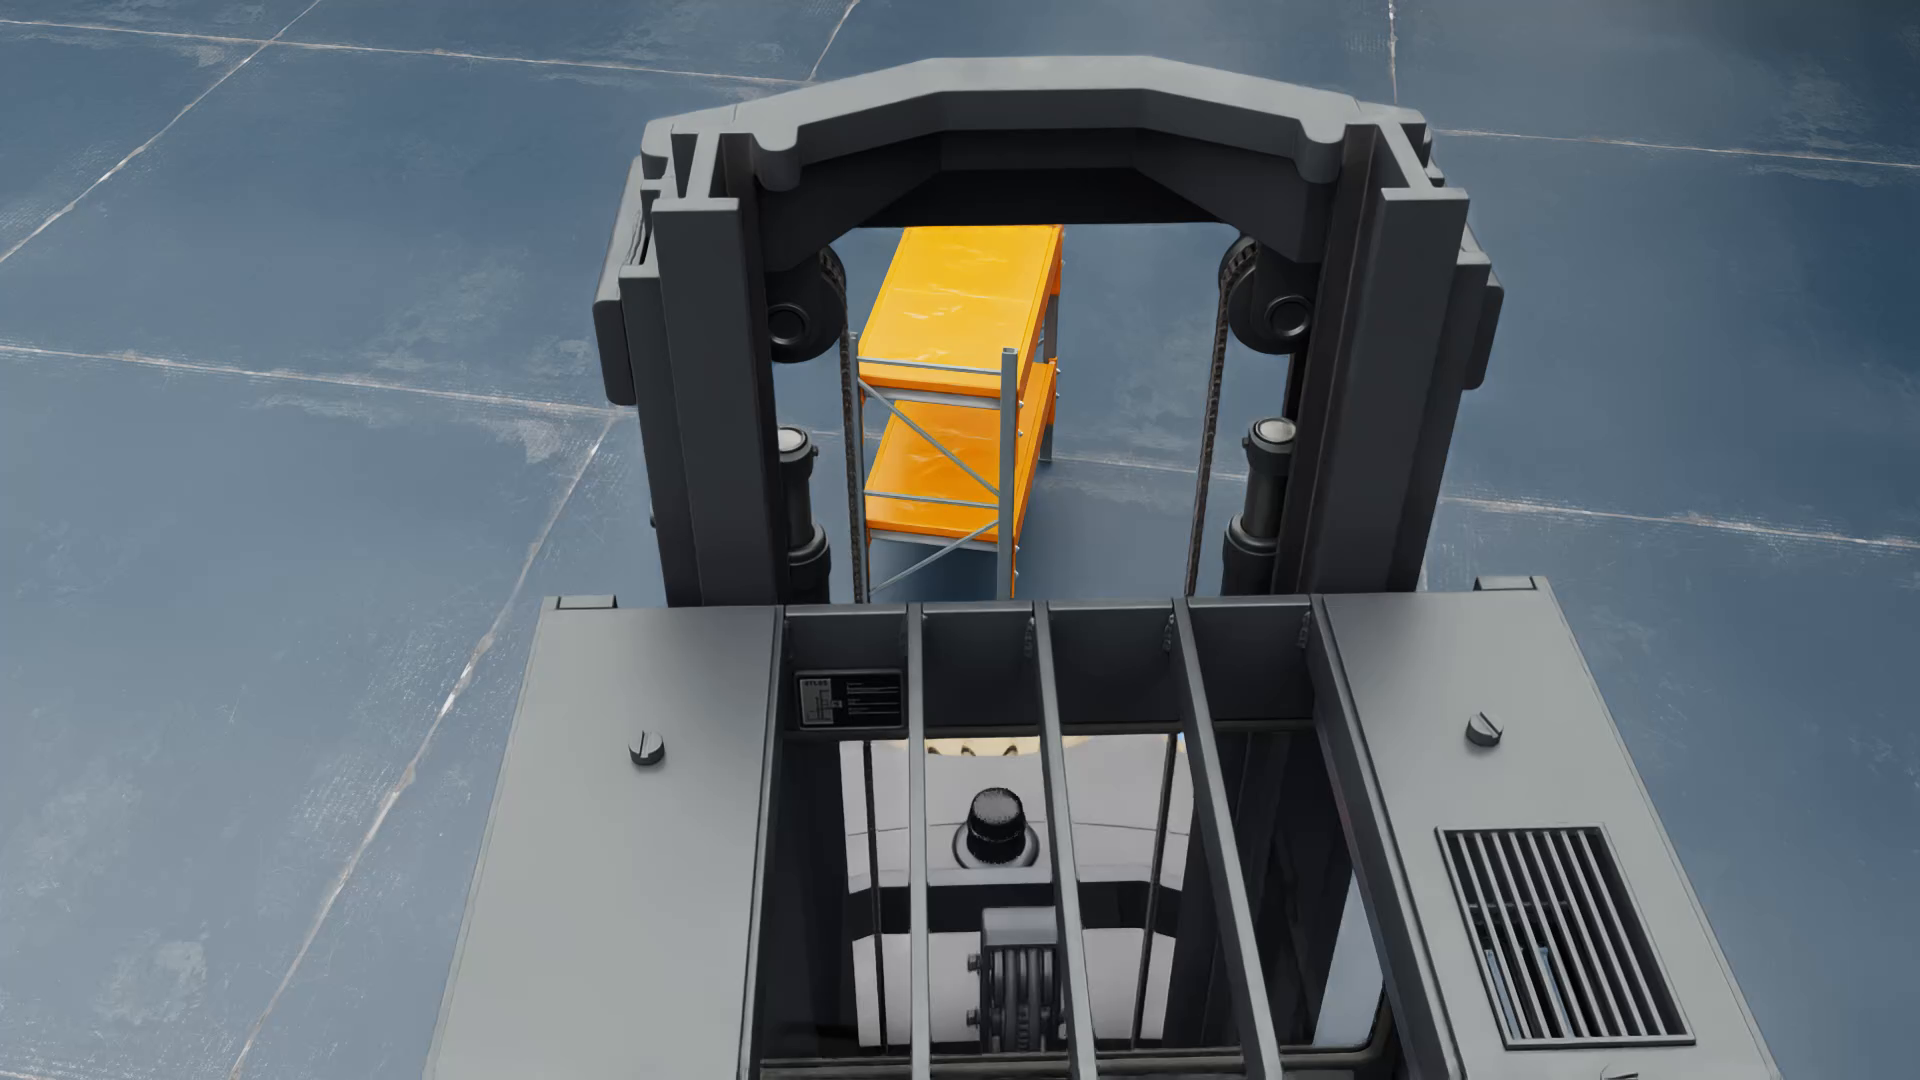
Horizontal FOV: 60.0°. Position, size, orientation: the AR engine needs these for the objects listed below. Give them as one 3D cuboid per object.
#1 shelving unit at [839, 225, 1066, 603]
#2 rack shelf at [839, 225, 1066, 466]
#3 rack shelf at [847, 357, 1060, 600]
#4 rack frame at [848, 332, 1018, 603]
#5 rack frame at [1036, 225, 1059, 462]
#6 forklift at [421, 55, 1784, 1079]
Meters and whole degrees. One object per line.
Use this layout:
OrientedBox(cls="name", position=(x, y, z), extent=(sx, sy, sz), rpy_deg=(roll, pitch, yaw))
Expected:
OrientedBox(cls="shelving unit", position=(0.001, -0.438, 5.397), extent=(0.538, 1.125, 1.048), rpy_deg=(6, 40, 8))
OrientedBox(cls="rack shelf", position=(0.001, -0.663, 5.210), extent=(0.538, 0.278, 1.000), rpy_deg=(6, 40, 8))
OrientedBox(cls="rack shelf", position=(0.001, -0.249, 5.553), extent=(0.538, 0.278, 1.000), rpy_deg=(6, 40, 8))
OrientedBox(cls="rack frame", position=(-0.087, -0.119, 5.011), extent=(0.500, 1.125, 0.032), rpy_deg=(6, 40, 8))
OrientedBox(cls="rack frame", position=(0.089, -0.757, 5.783), extent=(0.500, 1.125, 0.032), rpy_deg=(6, 40, 8))
OrientedBox(cls="forklift", position=(0.105, 1.034, 2.199), extent=(1.130, 2.935, 3.031), rpy_deg=(-1, 40, -1))
